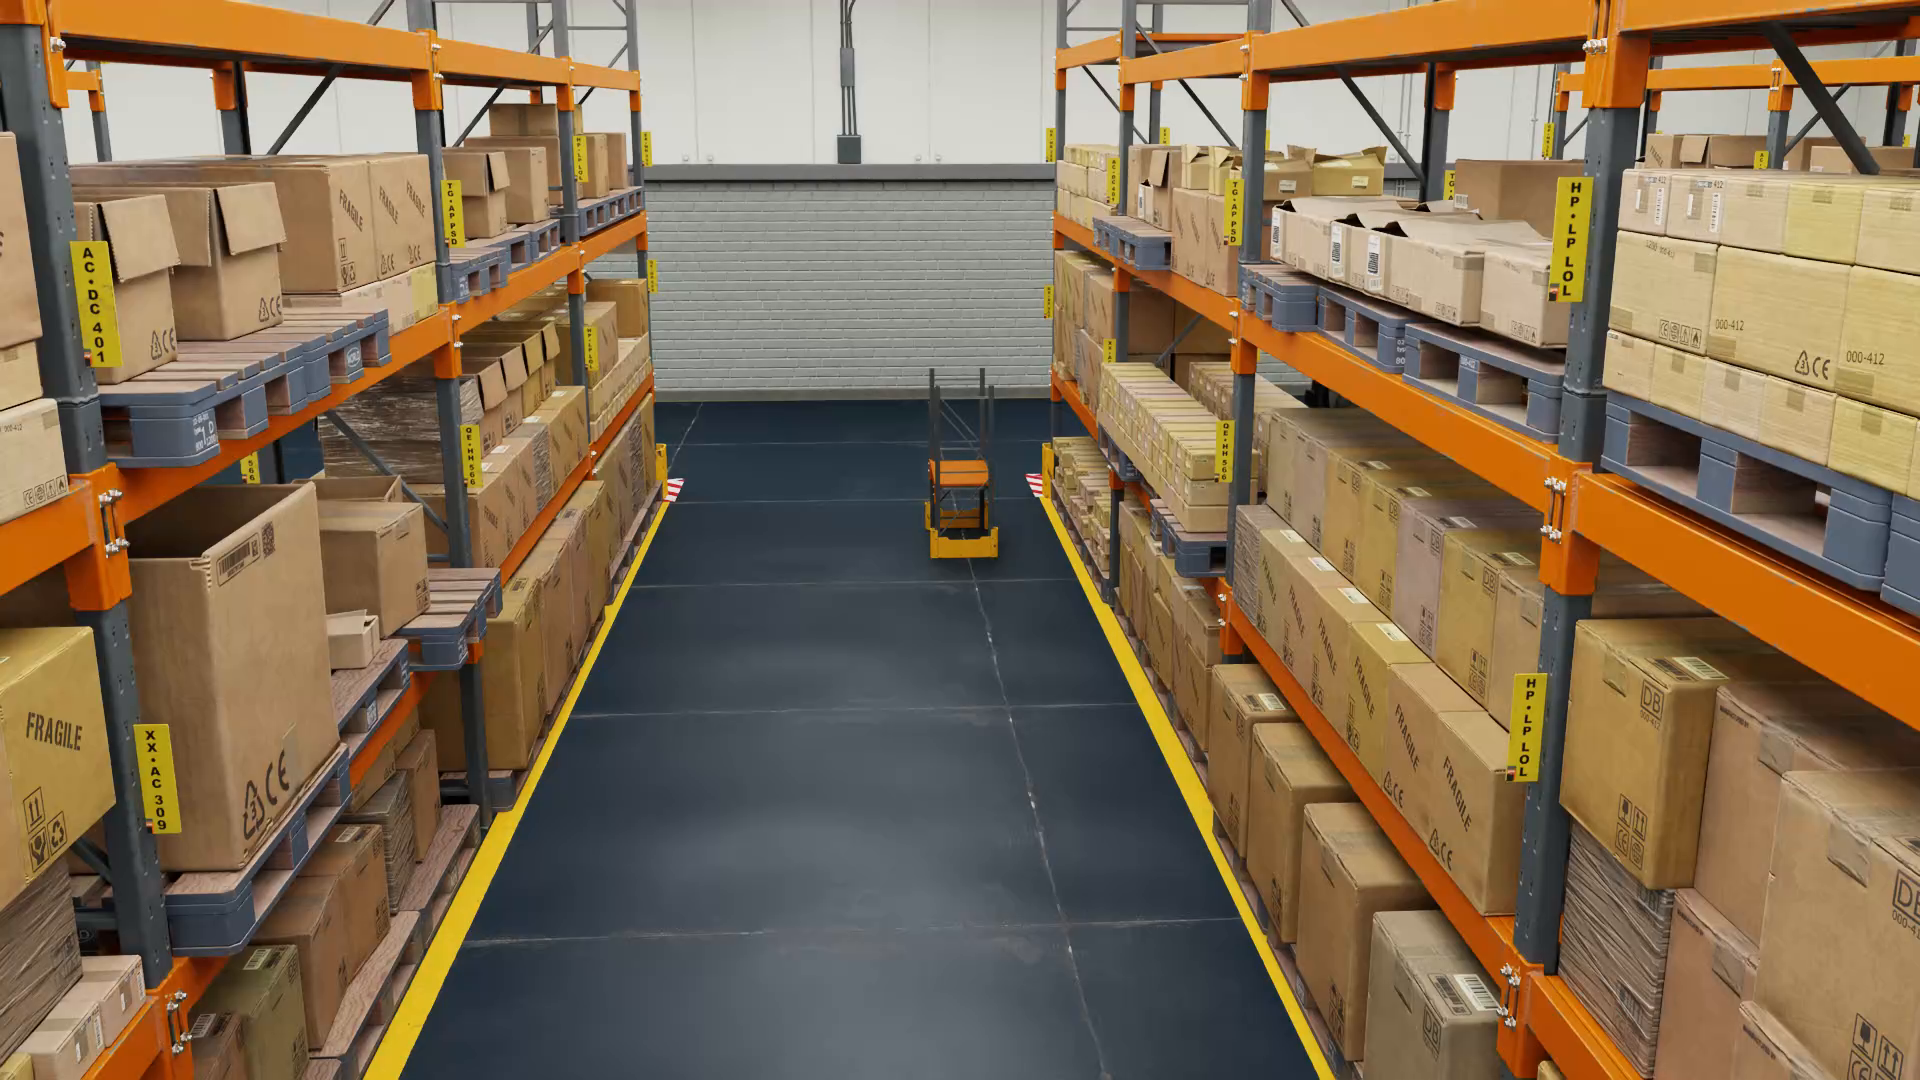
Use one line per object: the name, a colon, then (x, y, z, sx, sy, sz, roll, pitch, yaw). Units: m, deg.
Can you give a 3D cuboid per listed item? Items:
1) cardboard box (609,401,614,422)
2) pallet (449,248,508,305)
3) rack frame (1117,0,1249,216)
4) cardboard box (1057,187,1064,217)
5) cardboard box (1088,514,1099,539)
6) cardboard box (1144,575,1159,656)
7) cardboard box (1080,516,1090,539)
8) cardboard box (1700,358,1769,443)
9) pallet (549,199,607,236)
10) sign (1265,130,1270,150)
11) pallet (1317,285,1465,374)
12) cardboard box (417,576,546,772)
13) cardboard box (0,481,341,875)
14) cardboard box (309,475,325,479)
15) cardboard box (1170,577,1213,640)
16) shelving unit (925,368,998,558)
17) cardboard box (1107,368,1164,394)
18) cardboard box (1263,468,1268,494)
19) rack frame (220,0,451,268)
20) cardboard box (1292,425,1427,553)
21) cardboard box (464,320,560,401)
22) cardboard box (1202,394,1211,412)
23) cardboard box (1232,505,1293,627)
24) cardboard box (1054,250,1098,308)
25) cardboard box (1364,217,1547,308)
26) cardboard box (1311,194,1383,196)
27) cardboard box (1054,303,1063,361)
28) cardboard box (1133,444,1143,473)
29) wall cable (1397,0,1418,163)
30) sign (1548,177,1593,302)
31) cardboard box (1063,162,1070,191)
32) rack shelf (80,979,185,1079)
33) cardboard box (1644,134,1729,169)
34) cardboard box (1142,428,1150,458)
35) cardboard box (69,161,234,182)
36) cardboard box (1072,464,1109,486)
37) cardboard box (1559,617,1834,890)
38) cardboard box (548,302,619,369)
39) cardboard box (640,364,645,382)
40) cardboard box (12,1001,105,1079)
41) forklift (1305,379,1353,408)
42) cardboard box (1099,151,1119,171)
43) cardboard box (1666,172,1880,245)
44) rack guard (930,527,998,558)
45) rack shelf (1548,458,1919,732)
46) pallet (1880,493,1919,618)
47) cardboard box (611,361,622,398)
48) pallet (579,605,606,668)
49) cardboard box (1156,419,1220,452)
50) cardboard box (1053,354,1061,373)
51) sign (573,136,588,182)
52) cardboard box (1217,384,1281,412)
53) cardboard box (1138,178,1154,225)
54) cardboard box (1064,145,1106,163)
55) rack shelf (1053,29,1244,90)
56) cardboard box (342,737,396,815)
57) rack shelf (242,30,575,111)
cardboard box: (-3.027, -1.042, 13.562, 0.380, 0.149, 0.250, -1, 14, -5)
pallet: (-3.134, -1.415, 8.865, 1.213, 0.211, 1.003, 0, 14, -1)
rack frame: (1.667, -3.846, 11.914, 1.000, 3.000, 0.127, -1, 14, -3)
cardboard box: (1.192, -3.200, 15.724, 0.500, 0.250, 0.500, 0, 14, -1)
cardboard box: (1.267, -0.114, 13.732, 0.380, 0.149, 0.250, -1, 14, -5)
cardboard box: (1.529, 0.516, 11.174, 0.500, 0.500, 0.500, -1, 14, -2)
cardboard box: (1.239, -0.113, 14.324, 0.380, 0.149, 0.250, -1, 14, -4)
cardboard box: (1.878, -0.312, 3.658, 0.380, 0.149, 0.250, -1, 14, -4)
pallet: (-3.330, -2.502, 12.891, 1.003, 0.211, 1.213, -1, 14, -3)
sign: (2.221, -2.844, 12.212, 0.100, 0.325, 0.005, -1, 14, -3)
pallet: (2.080, -0.870, 6.745, 1.003, 0.211, 1.213, 0, 14, -1)
cardboard box: (-3.063, 0.759, 9.476, 1.225, 0.875, 0.875, -2, 15, -6)
cardboard box: (-2.703, 0.407, 5.379, 1.000, 1.000, 1.000, -1, 14, -3)
cardboard box: (-3.319, -0.062, 9.045, 0.500, 0.500, 0.500, 0, 14, -2)
cardboard box: (1.569, 0.407, 10.094, 0.500, 0.250, 0.500, -1, 14, -3)
shelving unit: (0.005, -0.707, 14.766, 0.587, 1.500, 1.083, -1, 14, -3)
cardboard box: (1.256, -1.136, 11.889, 0.380, 0.149, 0.250, 0, 14, -2)
cardboard box: (2.037, -0.343, 10.000, 0.380, 0.149, 0.250, 0, 14, -1)
rack frame: (-3.042, -2.800, 7.848, 1.000, 3.000, 0.127, -1, 14, -3)
cardboard box: (1.966, -0.241, 7.735, 0.700, 0.500, 0.500, -1, 14, -4)
cardboard box: (-3.242, -1.265, 11.708, 0.797, 0.503, 0.637, -1, 14, -5)
cardboard box: (1.919, -0.943, 11.737, 0.380, 0.149, 0.250, 0, 14, -1)
cardboard box: (1.674, 0.122, 8.333, 0.500, 0.500, 0.500, -1, 14, -3)
cardboard box: (1.182, -2.496, 15.904, 0.500, 0.500, 0.500, -1, 14, -4)
cardboard box: (1.835, -1.045, 6.183, 0.500, 0.311, 0.500, -1, 14, -5)
cardboard box: (2.107, -1.717, 9.460, 0.500, 0.500, 0.500, -1, 14, -3)
cardboard box: (1.172, -2.012, 16.028, 0.500, 0.500, 0.500, 0, 14, -1)
cardboard box: (1.331, -0.530, 10.727, 0.380, 0.149, 0.250, -2, 15, -6)
wall cable: (5.720, -6.353, 21.657, 0.463, 3.000, 0.029, -1, 14, -3)
sign: (1.622, -0.796, 4.410, 0.100, 0.325, 0.005, -1, 14, -3)
cardboard box: (1.221, -3.315, 15.167, 0.500, 0.250, 0.500, -1, 14, -4)
rack shelf: (-2.670, 1.946, 2.886, 1.077, 0.370, 4.000, -1, 14, -3)
cardboard box: (6.329, -3.286, 14.514, 0.500, 0.500, 0.500, -1, 14, -2)
cardboard box: (1.348, -0.608, 10.434, 0.380, 0.149, 0.250, -1, 14, -2)
cardboard box: (-3.203, -1.265, 6.701, 0.500, 0.500, 0.500, -1, 14, -5)
cardboard box: (1.214, -0.584, 14.959, 0.380, 0.149, 0.250, -1, 14, -3)
cardboard box: (2.152, 0.546, 4.417, 0.875, 0.550, 0.550, -1, 14, -3)
cardboard box: (-3.124, -1.699, 13.808, 0.500, 0.500, 0.500, -1, 14, -5)
cardboard box: (-3.154, -1.551, 15.540, 0.380, 0.149, 0.250, -1, 14, -3)
cardboard box: (-2.481, 1.333, 4.328, 0.380, 0.149, 0.250, -1, 14, -3)
forklift: (3.590, -1.218, 13.877, 1.130, 2.935, 3.031, -2, 15, -9)
cardboard box: (1.291, -2.955, 12.969, 0.380, 0.149, 0.250, -1, 14, -4)
cardboard box: (1.863, -0.761, 3.804, 0.380, 0.149, 0.250, -1, 14, -4)
rack guard: (0.036, 0.022, 14.440, 0.587, 0.250, 0.087, -1, 14, -3)
rack shelf: (2.287, 0.442, 2.712, 1.077, 0.370, 4.000, -1, 14, -3)
pallet: (2.276, 0.146, 2.599, 1.003, 0.211, 1.213, -1, 14, -3)
cardboard box: (-3.121, -1.334, 13.895, 0.500, 0.250, 0.500, -1, 14, -2)
pallet: (-3.166, 0.652, 12.068, 1.003, 0.211, 1.213, -1, 14, -3)
cardboard box: (1.377, -0.624, 9.901, 0.380, 0.149, 0.250, 0, 14, -2)
cardboard box: (1.112, -1.728, 16.227, 0.380, 0.149, 0.250, -1, 14, -4)
sign: (-2.748, -2.755, 12.027, 0.100, 0.325, 0.005, -1, 14, -3)
cardboard box: (1.947, -0.956, 11.189, 0.380, 0.149, 0.250, -1, 14, -5)
cardboard box: (1.512, -2.331, 11.384, 0.500, 0.311, 0.500, -1, 14, -4)
cardboard box: (1.154, -3.534, 15.220, 0.380, 0.149, 0.250, -1, 14, -4)
rack shelf: (1.543, -3.993, 13.938, 1.077, 0.370, 4.000, -1, 14, -3)
cardboard box: (-2.927, 1.038, 7.601, 0.500, 0.250, 0.500, 1, 14, 3)
rack shelf: (-3.165, -2.755, 9.921, 1.077, 0.370, 4.000, -1, 14, -3)
